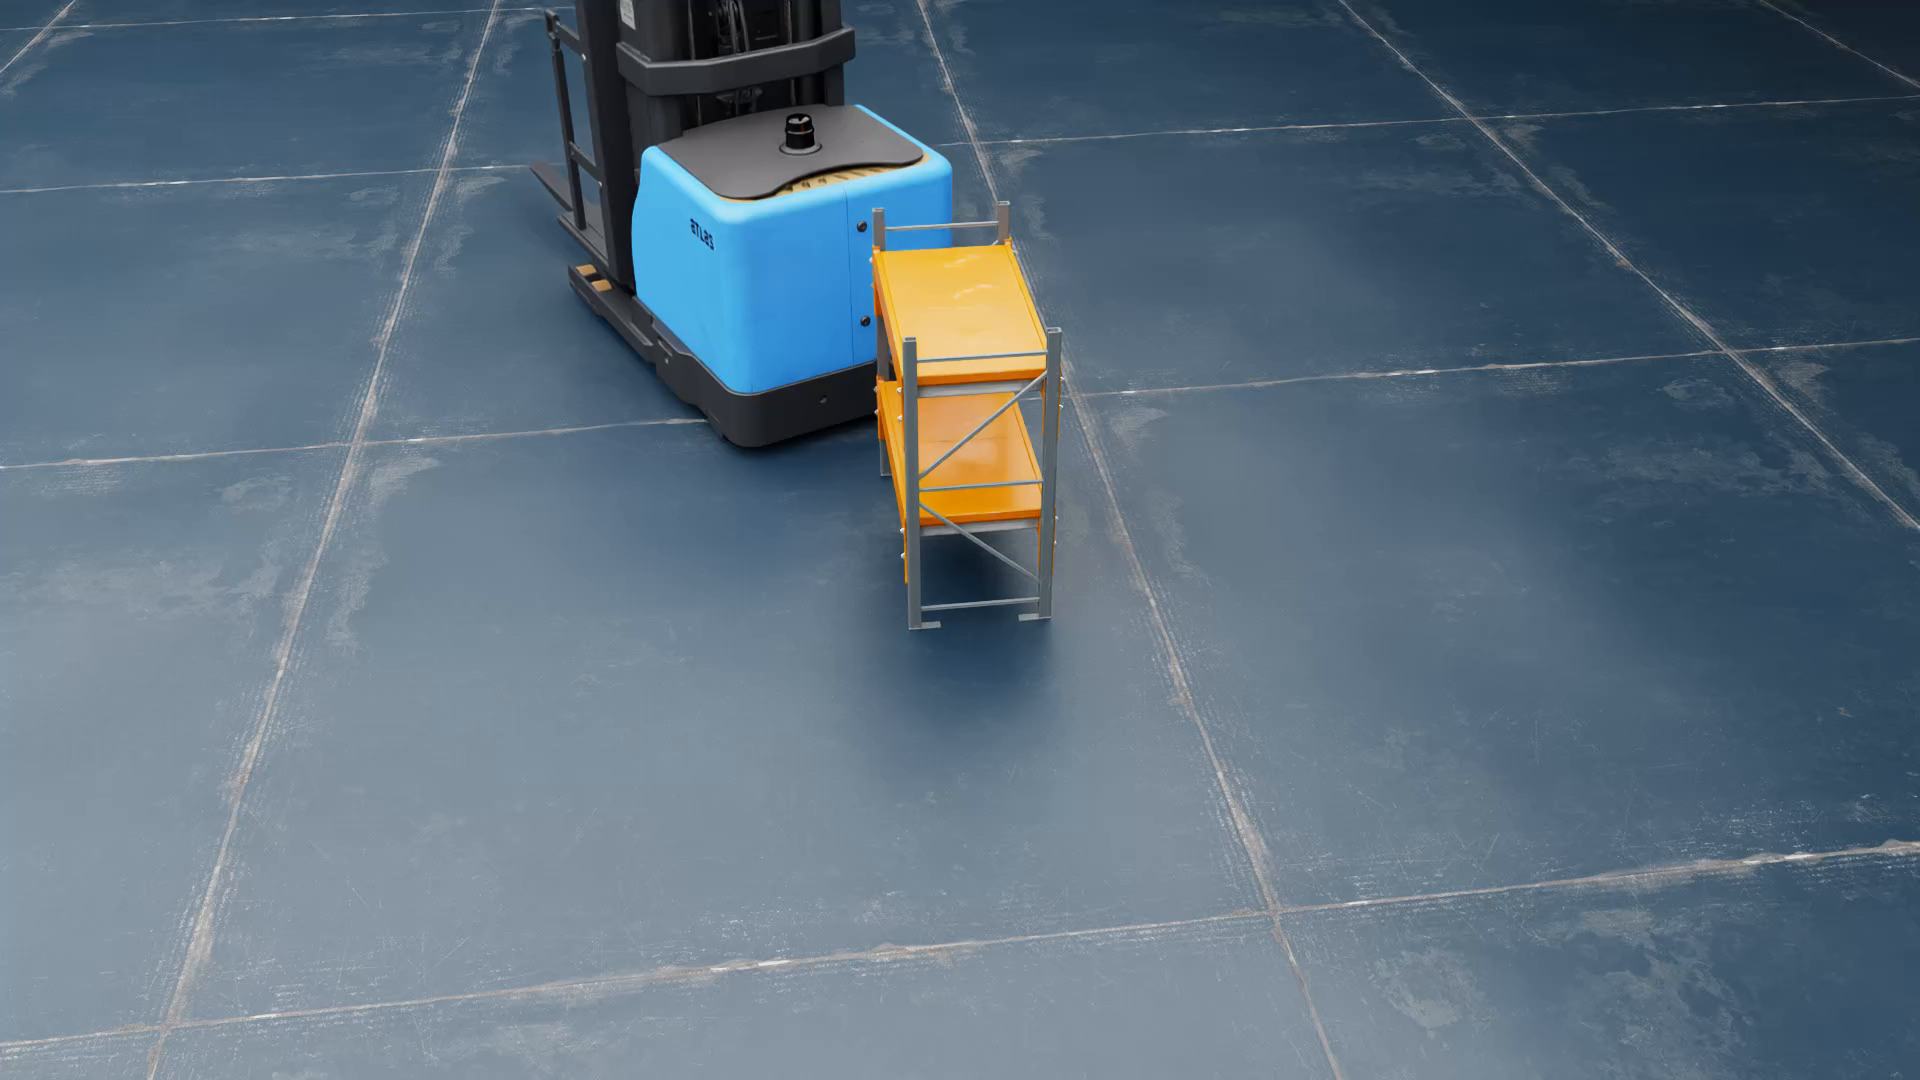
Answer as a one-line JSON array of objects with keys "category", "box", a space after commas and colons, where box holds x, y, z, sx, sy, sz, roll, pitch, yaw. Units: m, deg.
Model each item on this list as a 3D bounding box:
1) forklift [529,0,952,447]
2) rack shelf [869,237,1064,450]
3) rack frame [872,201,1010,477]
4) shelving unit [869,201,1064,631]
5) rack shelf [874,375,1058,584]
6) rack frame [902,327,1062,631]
[{"category": "forklift", "box": [-1.205, -2.384, 7.145, 1.130, 2.935, 3.031, -19, 38, -25]}, {"category": "rack shelf", "box": [0.001, -0.703, 5.763, 0.538, 0.278, 1.000, -4, 35, -6]}, {"category": "rack frame", "box": [-0.067, -0.745, 6.344, 0.500, 1.125, 0.032, -4, 35, -6]}, {"category": "shelving unit", "box": [0.001, -0.461, 5.928, 0.538, 1.125, 1.048, -4, 35, -6]}, {"category": "rack shelf", "box": [0.001, -0.259, 6.065, 0.538, 0.278, 1.000, -4, 35, -6]}, {"category": "rack frame", "box": [0.069, -0.177, 5.511, 0.500, 1.125, 0.032, -4, 35, -6]}]
